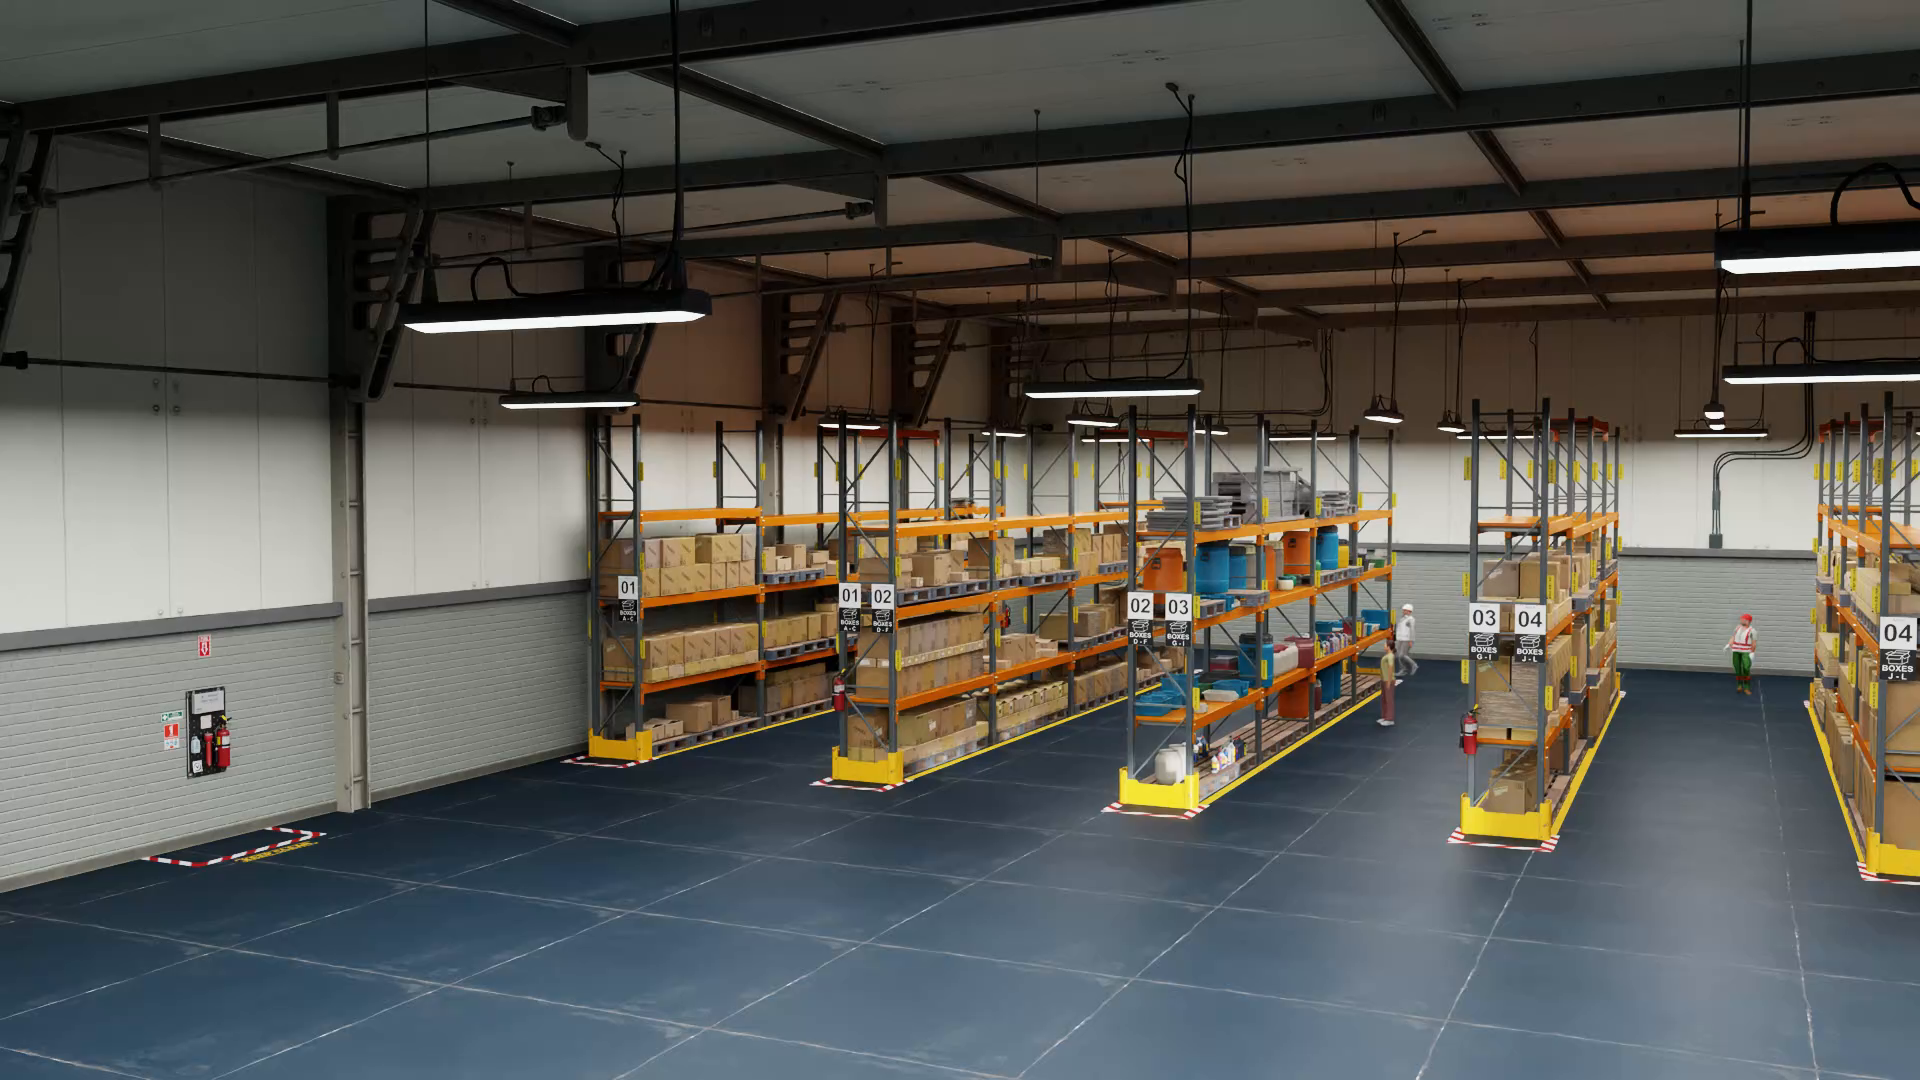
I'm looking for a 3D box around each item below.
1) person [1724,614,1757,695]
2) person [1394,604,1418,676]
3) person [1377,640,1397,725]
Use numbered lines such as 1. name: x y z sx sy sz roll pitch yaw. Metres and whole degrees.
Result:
1. person: 17.634 2.570 37.599 0.654 1.806 0.597 2 3 42
2. person: 10.855 2.441 40.456 0.507 1.765 0.552 -1 2 -13
3. person: 8.456 2.807 32.906 0.376 1.676 0.483 0 2 -2
